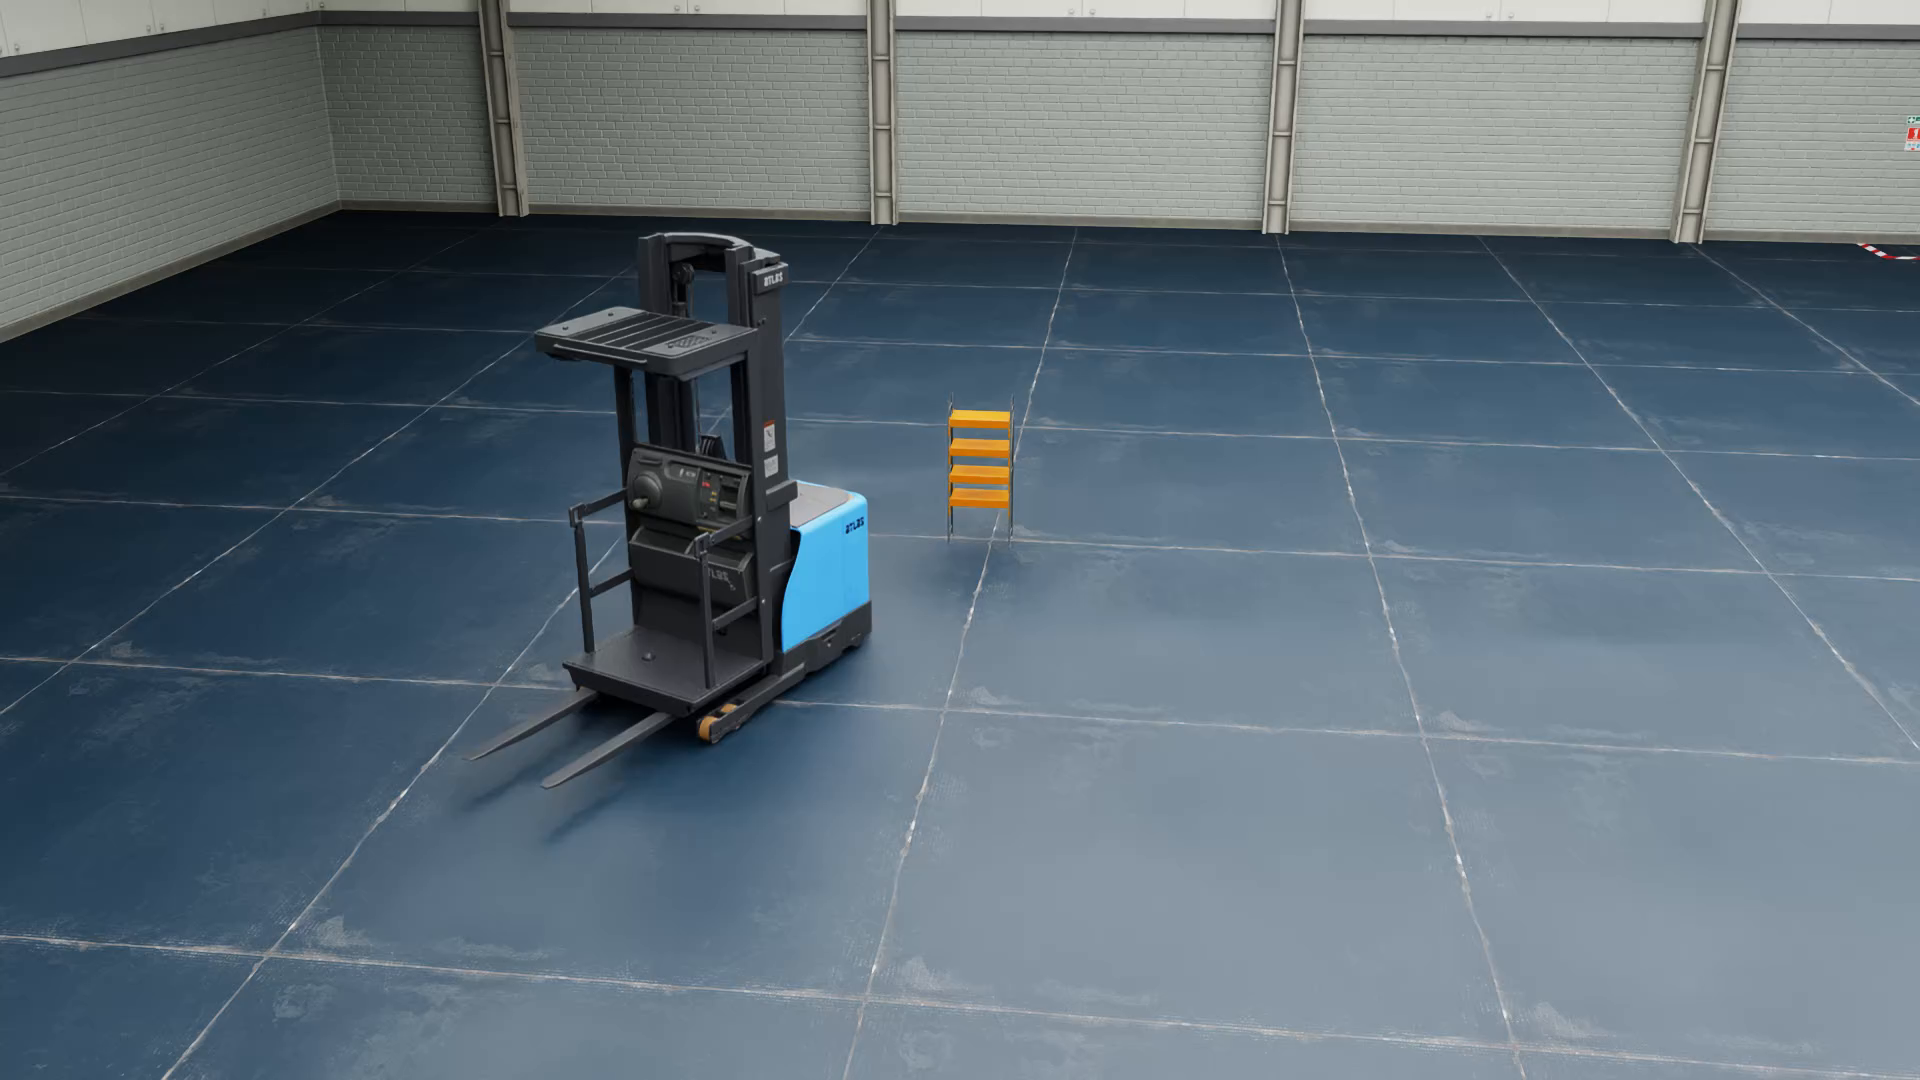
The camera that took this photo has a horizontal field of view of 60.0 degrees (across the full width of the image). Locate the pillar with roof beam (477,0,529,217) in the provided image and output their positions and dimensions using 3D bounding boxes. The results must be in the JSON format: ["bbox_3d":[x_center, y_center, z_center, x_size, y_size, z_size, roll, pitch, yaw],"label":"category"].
[{"bbox_3d":[-7.636,-7.819,20.976,0.400,9.000,9.100,2,22,6],"label":"pillar with roof beam"}]

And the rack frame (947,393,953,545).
[{"bbox_3d":[-0.078,-0.561,13.228,0.015,1.200,0.240,2,22,6],"label":"rack frame"}]

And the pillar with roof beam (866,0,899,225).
[{"bbox_3d":[-1.678,-7.559,20.320,0.400,9.000,9.100,2,22,6],"label":"pillar with roof beam"}]

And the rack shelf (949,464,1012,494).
[{"bbox_3d":[0.164,-0.488,13.226,0.480,0.148,0.258,2,22,6],"label":"rack shelf"}]

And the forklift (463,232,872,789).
[{"bbox_3d":[-1.812,-0.303,10.220,1.130,2.935,3.031,13,25,29],"label":"forklift"}]

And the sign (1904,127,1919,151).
[{"bbox_3d":[13.717,-5.761,23.883,0.234,0.329,0.001,2,22,6],"label":"sign"}]

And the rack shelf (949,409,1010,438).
[{"bbox_3d":[0.164,-0.916,13.057,0.480,0.148,0.258,2,22,6],"label":"rack shelf"}]

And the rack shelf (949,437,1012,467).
[{"bbox_3d":[0.164,-0.696,13.144,0.480,0.148,0.258,2,22,6],"label":"rack shelf"}]

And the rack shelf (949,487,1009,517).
[{"bbox_3d":[0.164,-0.304,13.299,0.480,0.148,0.258,2,22,6],"label":"rack shelf"}]

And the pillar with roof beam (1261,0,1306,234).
[{"bbox_3d":[4.281,-7.299,19.663,0.400,9.000,9.100,2,22,6],"label":"pillar with roof beam"}]

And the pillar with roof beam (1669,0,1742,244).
[{"bbox_3d":[10.239,-7.040,19.007,0.400,9.000,9.100,2,22,6],"label":"pillar with roof beam"}]

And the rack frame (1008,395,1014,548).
[{"bbox_3d":[0.407,-0.540,13.174,0.015,1.200,0.240,2,22,6],"label":"rack frame"}]

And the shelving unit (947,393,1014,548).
[{"bbox_3d":[0.164,-0.551,13.201,0.503,1.200,0.258,2,22,6],"label":"shelving unit"}]

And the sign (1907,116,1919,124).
[{"bbox_3d":[13.721,-6.004,23.777,0.331,0.109,0.001,2,22,6],"label":"sign"}]
